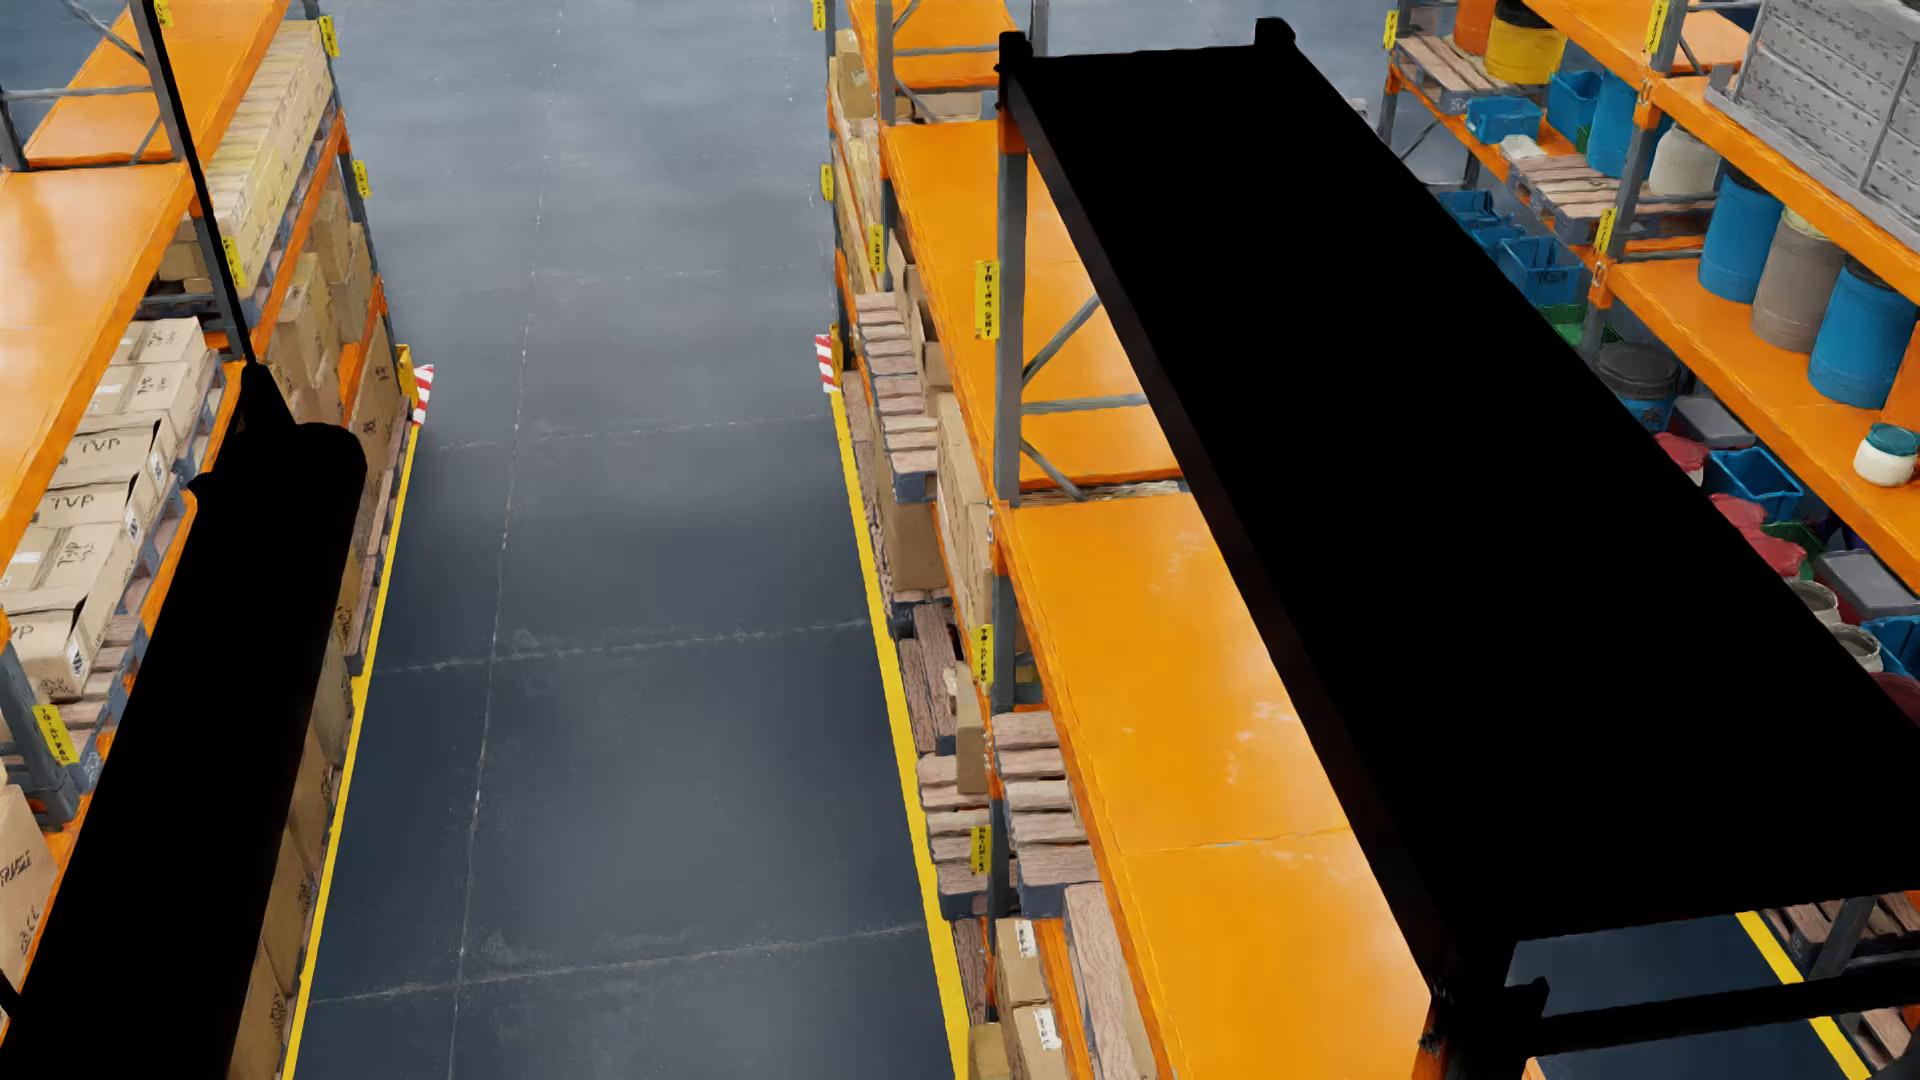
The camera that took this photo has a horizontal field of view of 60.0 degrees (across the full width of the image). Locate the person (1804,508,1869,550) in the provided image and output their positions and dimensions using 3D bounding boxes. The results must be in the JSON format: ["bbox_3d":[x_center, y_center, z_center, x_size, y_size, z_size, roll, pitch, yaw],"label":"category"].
[{"bbox_3d":[6.920,-0.495,12.779,0.493,1.589,0.990,-6,37,-8],"label":"person"}]

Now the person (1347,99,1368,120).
[{"bbox_3d":[3.961,-3.713,17.095,0.596,1.657,0.591,-13,38,-17],"label":"person"}]
